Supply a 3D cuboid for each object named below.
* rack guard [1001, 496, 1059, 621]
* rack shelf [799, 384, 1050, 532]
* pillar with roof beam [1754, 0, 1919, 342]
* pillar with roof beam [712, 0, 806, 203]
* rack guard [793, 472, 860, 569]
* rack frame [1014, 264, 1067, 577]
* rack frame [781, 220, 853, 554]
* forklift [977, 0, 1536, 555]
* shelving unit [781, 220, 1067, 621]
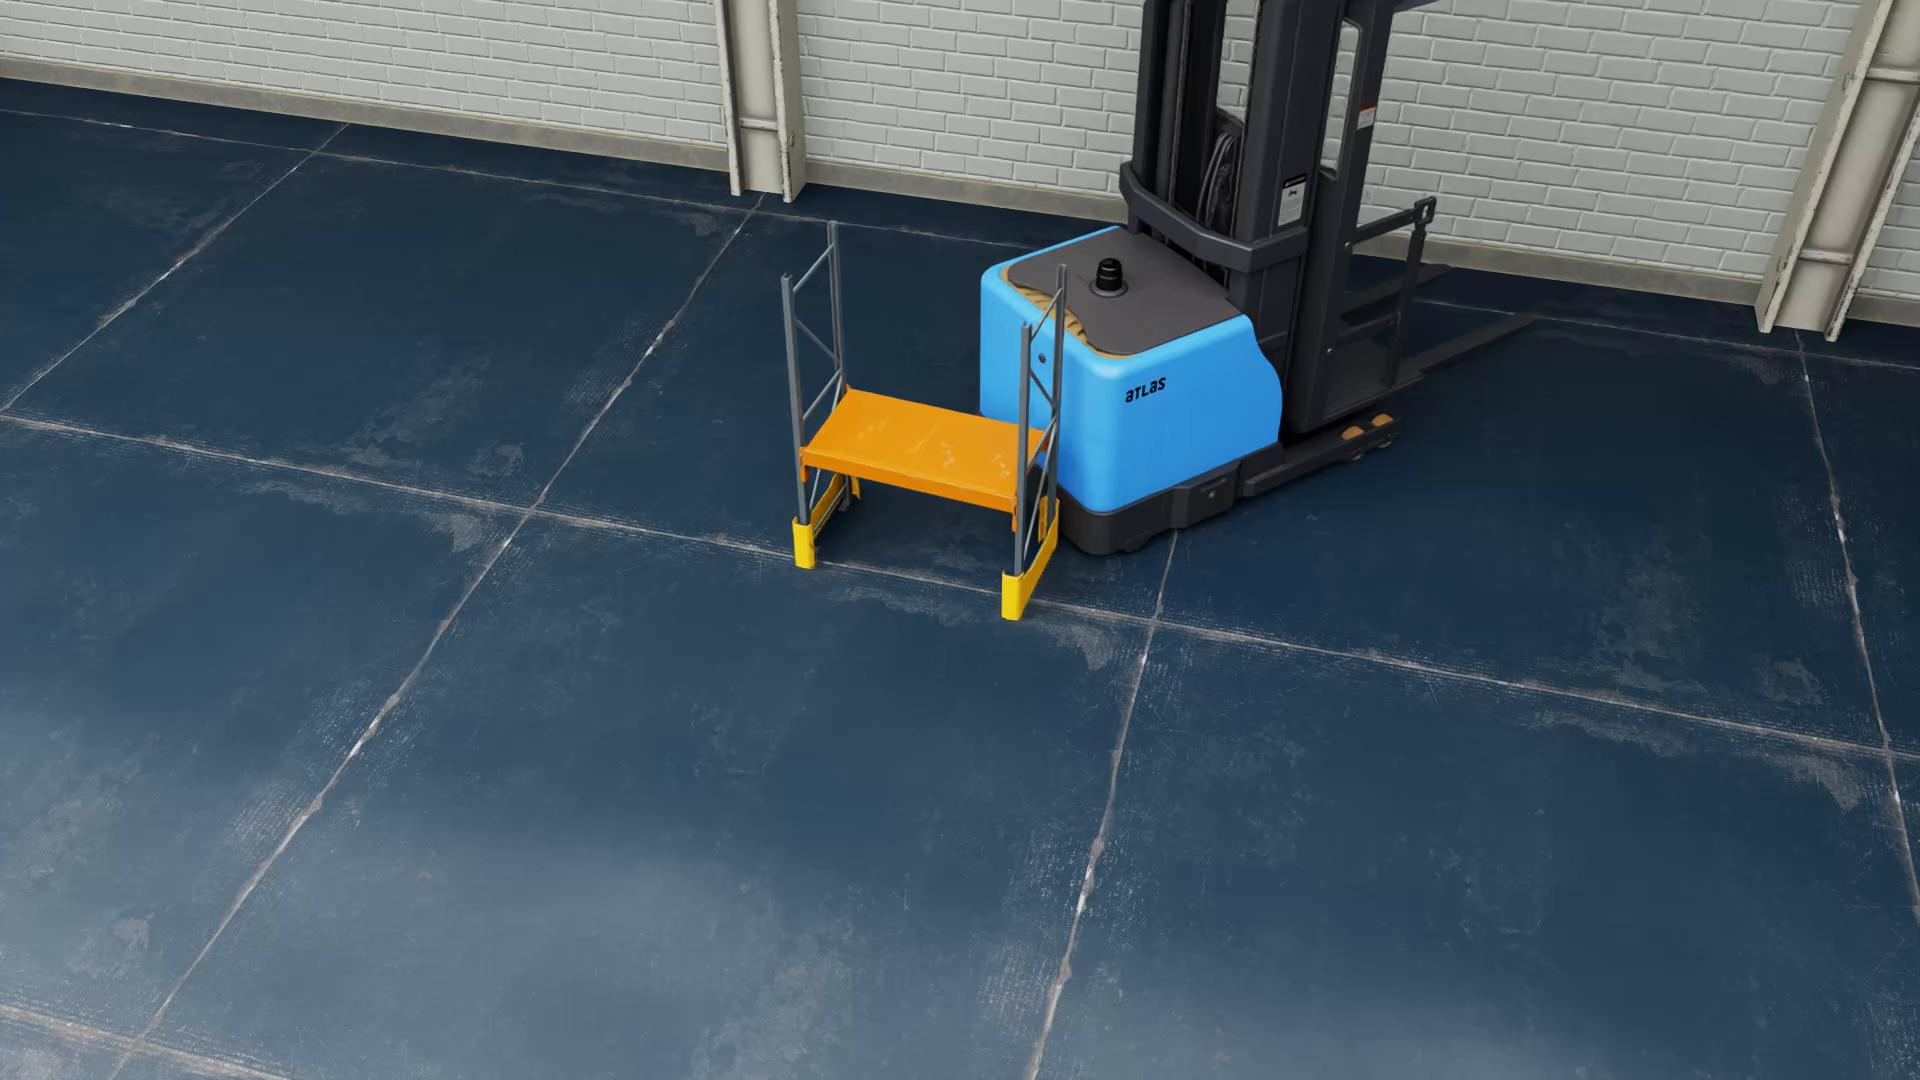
[{"bbox_3d":[0.318,0.079,7.461,0.087,0.250,0.587,13,42,15],"label":"rack guard"},{"bbox_3d":[-0.141,-0.371,7.306,1.000,0.185,0.538,13,42,15],"label":"rack shelf"},{"bbox_3d":[3.498,-1.976,3.105,0.400,9.000,9.100,10,41,11],"label":"pillar with roof beam"},{"bbox_3d":[-2.298,-2.973,4.293,0.400,9.000,9.100,10,41,11],"label":"pillar with roof beam"},{"bbox_3d":[-0.616,-0.144,7.727,0.087,0.250,0.587,13,42,15],"label":"rack guard"},{"bbox_3d":[0.336,-0.395,7.054,0.032,1.500,0.500,13,42,15],"label":"rack frame"},{"bbox_3d":[-0.617,-0.623,7.326,0.032,1.500,0.500,13,42,15],"label":"rack frame"},{"bbox_3d":[1.598,-1.780,7.591,3.031,2.935,1.130,-22,45,-24],"label":"forklift"},{"bbox_3d":[-0.149,-0.511,7.192,1.083,1.500,0.587,13,42,15],"label":"shelving unit"}]
